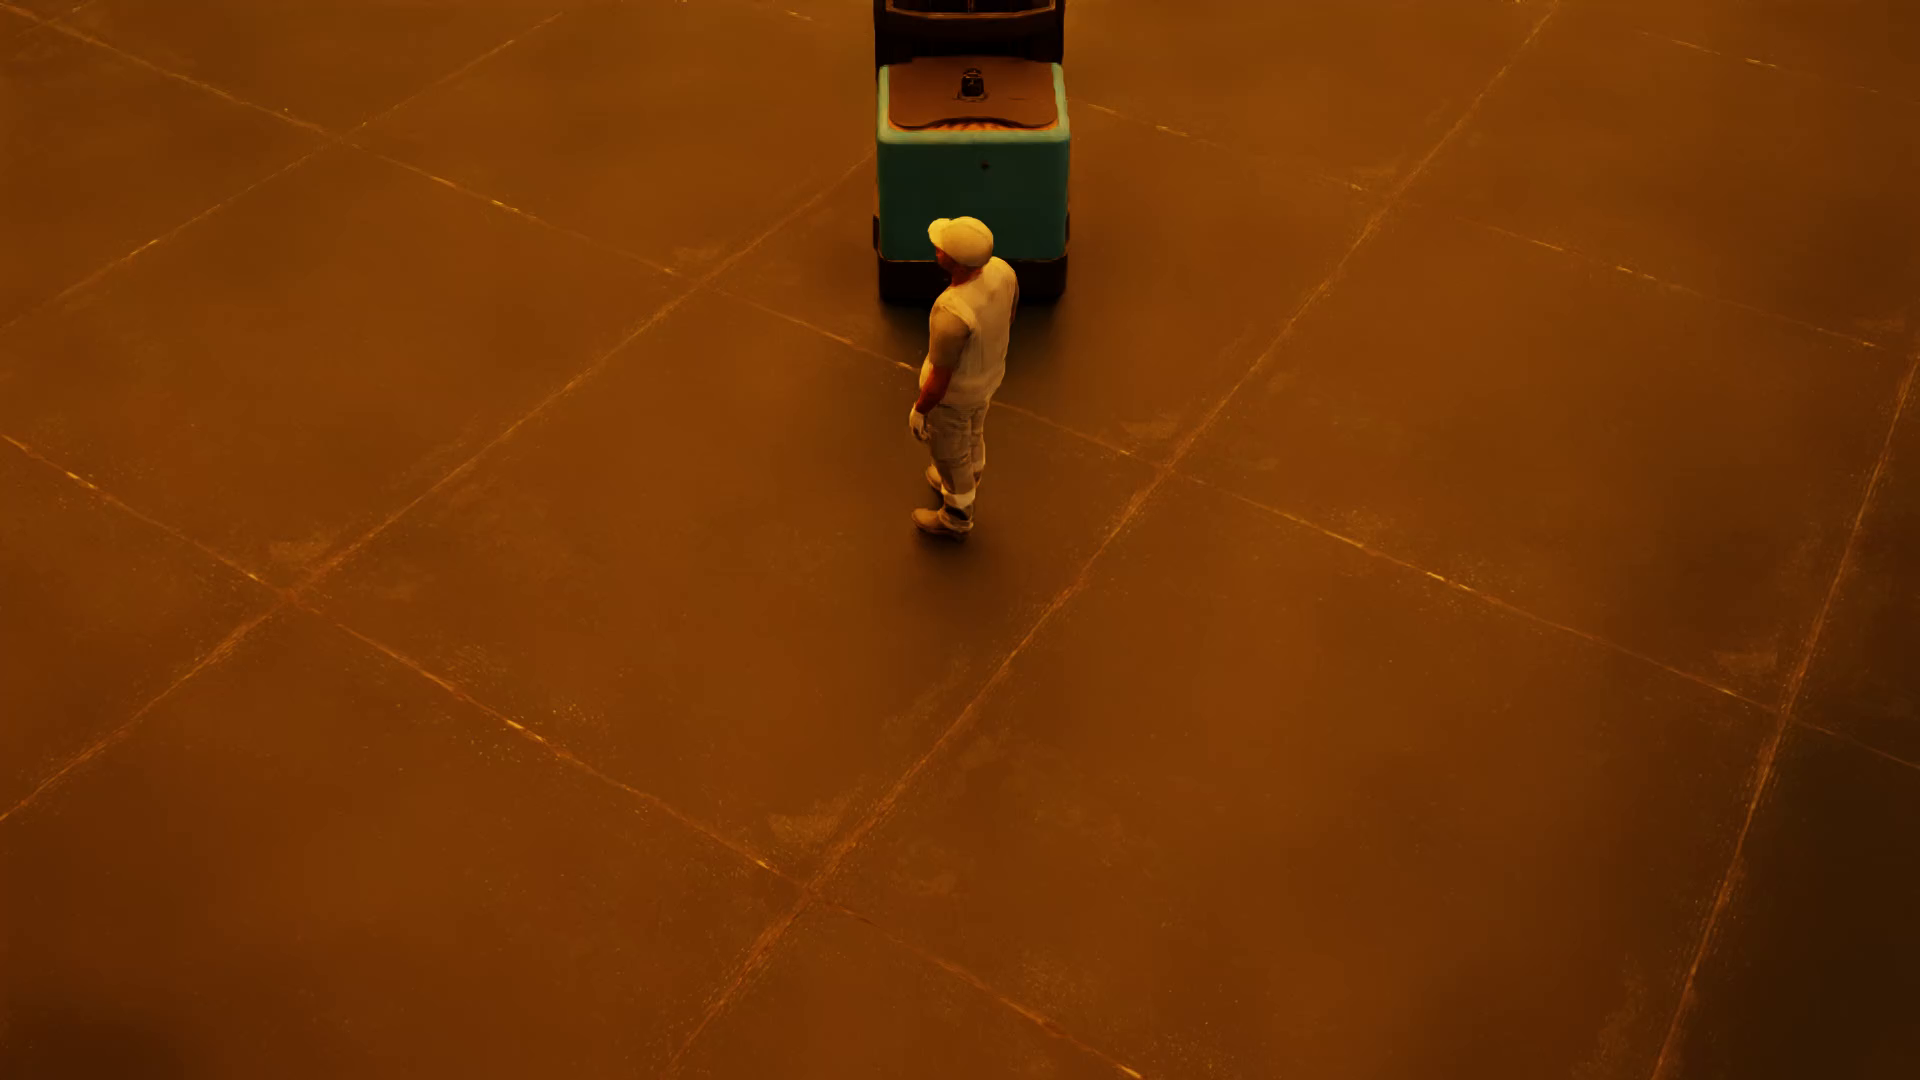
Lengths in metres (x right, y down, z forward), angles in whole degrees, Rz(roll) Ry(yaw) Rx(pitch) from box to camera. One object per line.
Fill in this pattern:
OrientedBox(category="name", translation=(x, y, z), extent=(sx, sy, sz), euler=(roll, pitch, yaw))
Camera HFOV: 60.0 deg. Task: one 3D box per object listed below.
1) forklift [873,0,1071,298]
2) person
OrientedBox(category="forklift", translation=(0.047, -3.413, 9.448), extent=(1.130, 2.935, 3.031), euler=(-1, 43, -1))
OrientedBox(category="person", translation=(-0.062, -0.719, 7.369), extent=(0.563, 1.787, 0.637), euler=(24, 48, 23))
